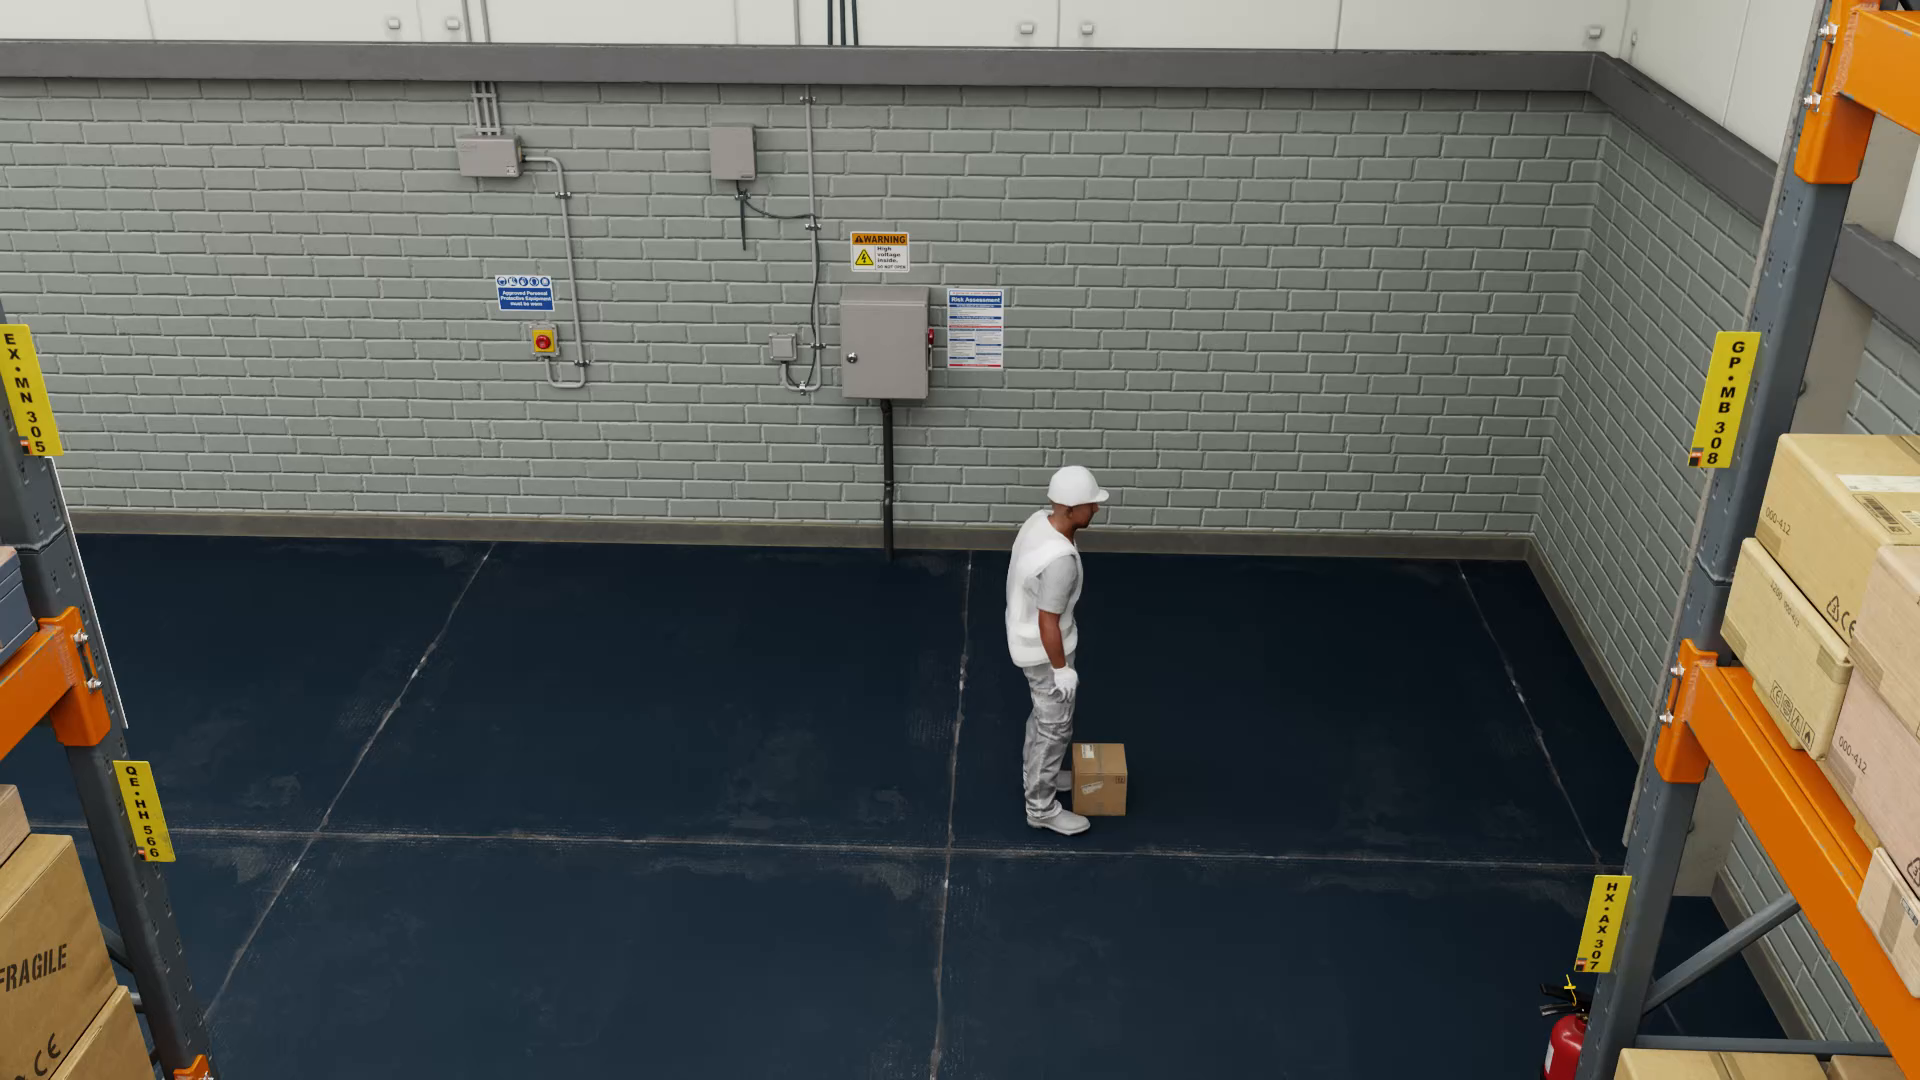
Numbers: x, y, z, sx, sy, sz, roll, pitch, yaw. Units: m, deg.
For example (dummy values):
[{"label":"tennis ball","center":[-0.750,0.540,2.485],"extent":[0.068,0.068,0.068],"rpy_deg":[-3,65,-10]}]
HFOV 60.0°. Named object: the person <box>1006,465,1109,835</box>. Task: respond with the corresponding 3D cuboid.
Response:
[{"label":"person","center":[0.439,0.479,7.696],"extent":[0.447,1.775,0.628],"rpy_deg":[-1,28,-1]}]
